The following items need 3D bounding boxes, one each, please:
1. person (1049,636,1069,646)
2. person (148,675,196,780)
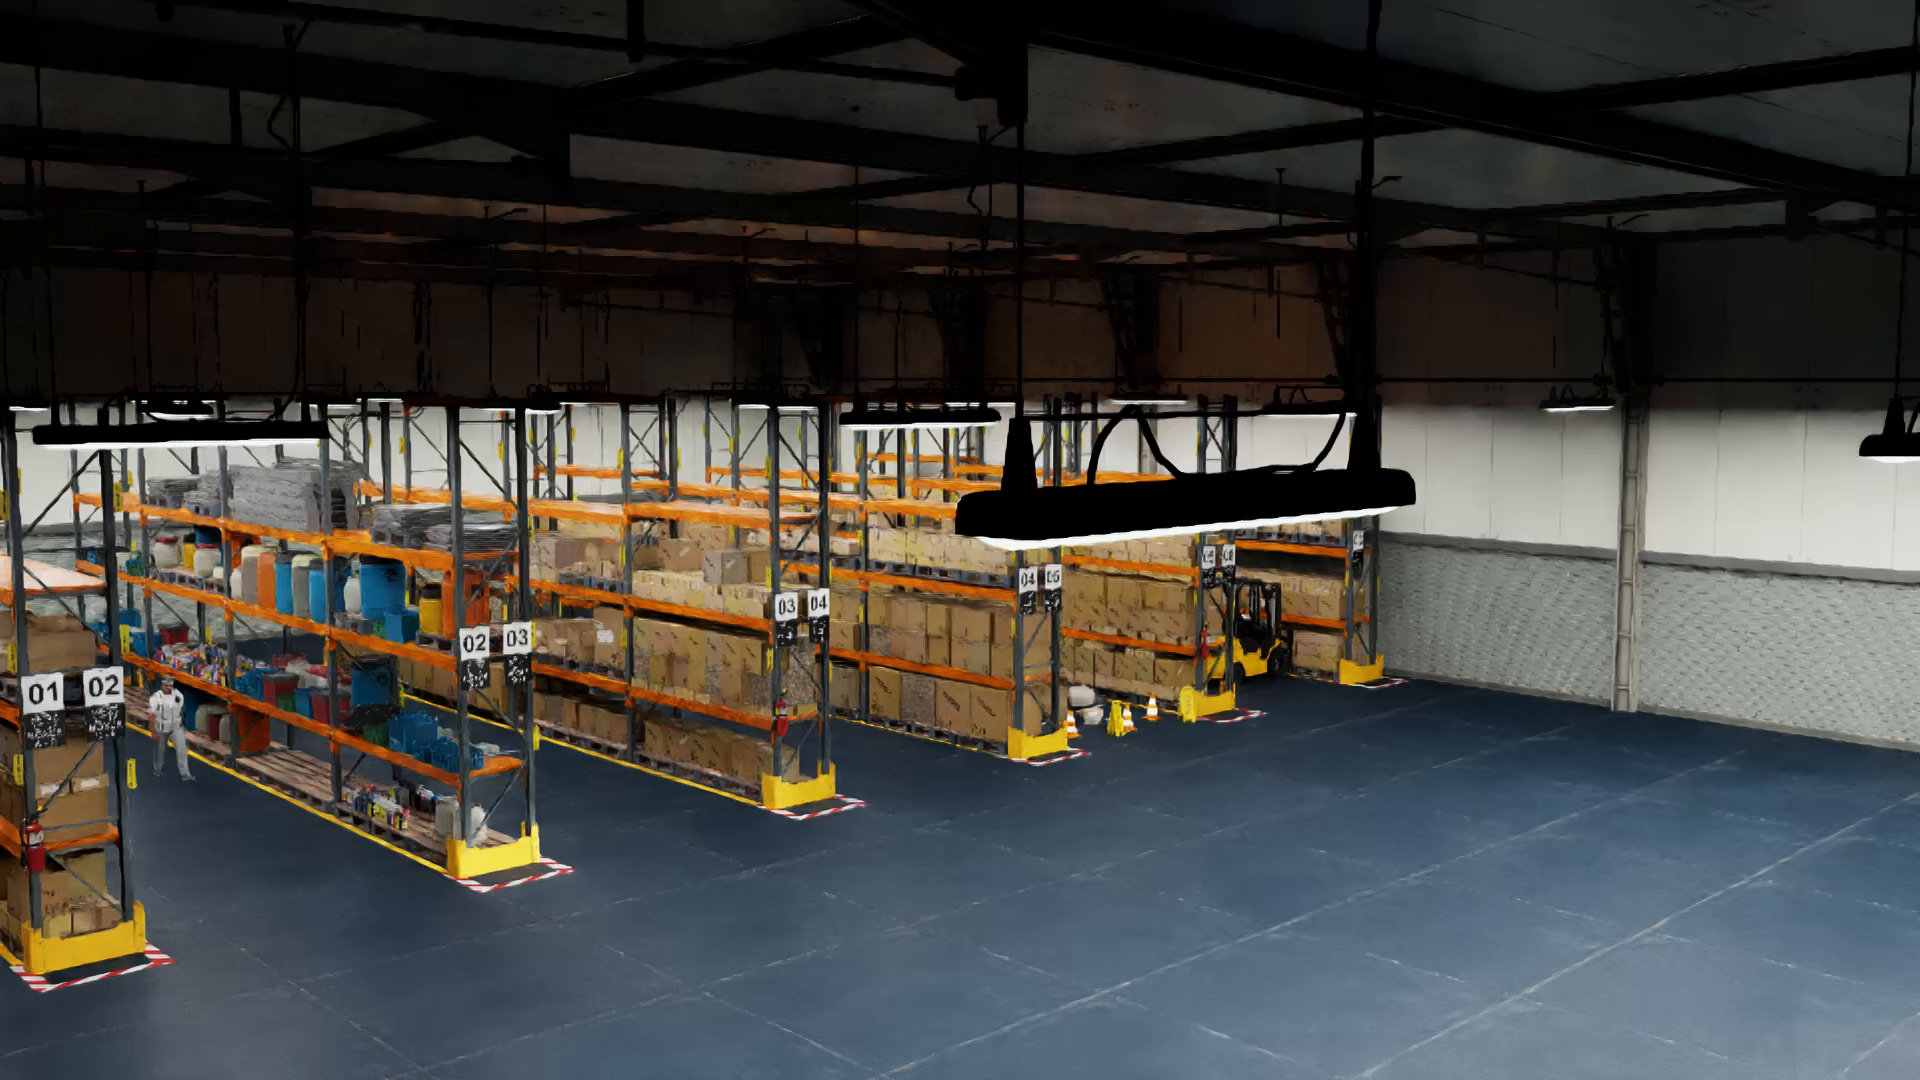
[{"bbox_3d":[2.363,1.692,39.278,0.551,1.664,0.573,-2,6,-20],"label":"person"},{"bbox_3d":[-12.486,2.942,26.216,0.544,1.672,1.111,-5,7,-40],"label":"person"}]
